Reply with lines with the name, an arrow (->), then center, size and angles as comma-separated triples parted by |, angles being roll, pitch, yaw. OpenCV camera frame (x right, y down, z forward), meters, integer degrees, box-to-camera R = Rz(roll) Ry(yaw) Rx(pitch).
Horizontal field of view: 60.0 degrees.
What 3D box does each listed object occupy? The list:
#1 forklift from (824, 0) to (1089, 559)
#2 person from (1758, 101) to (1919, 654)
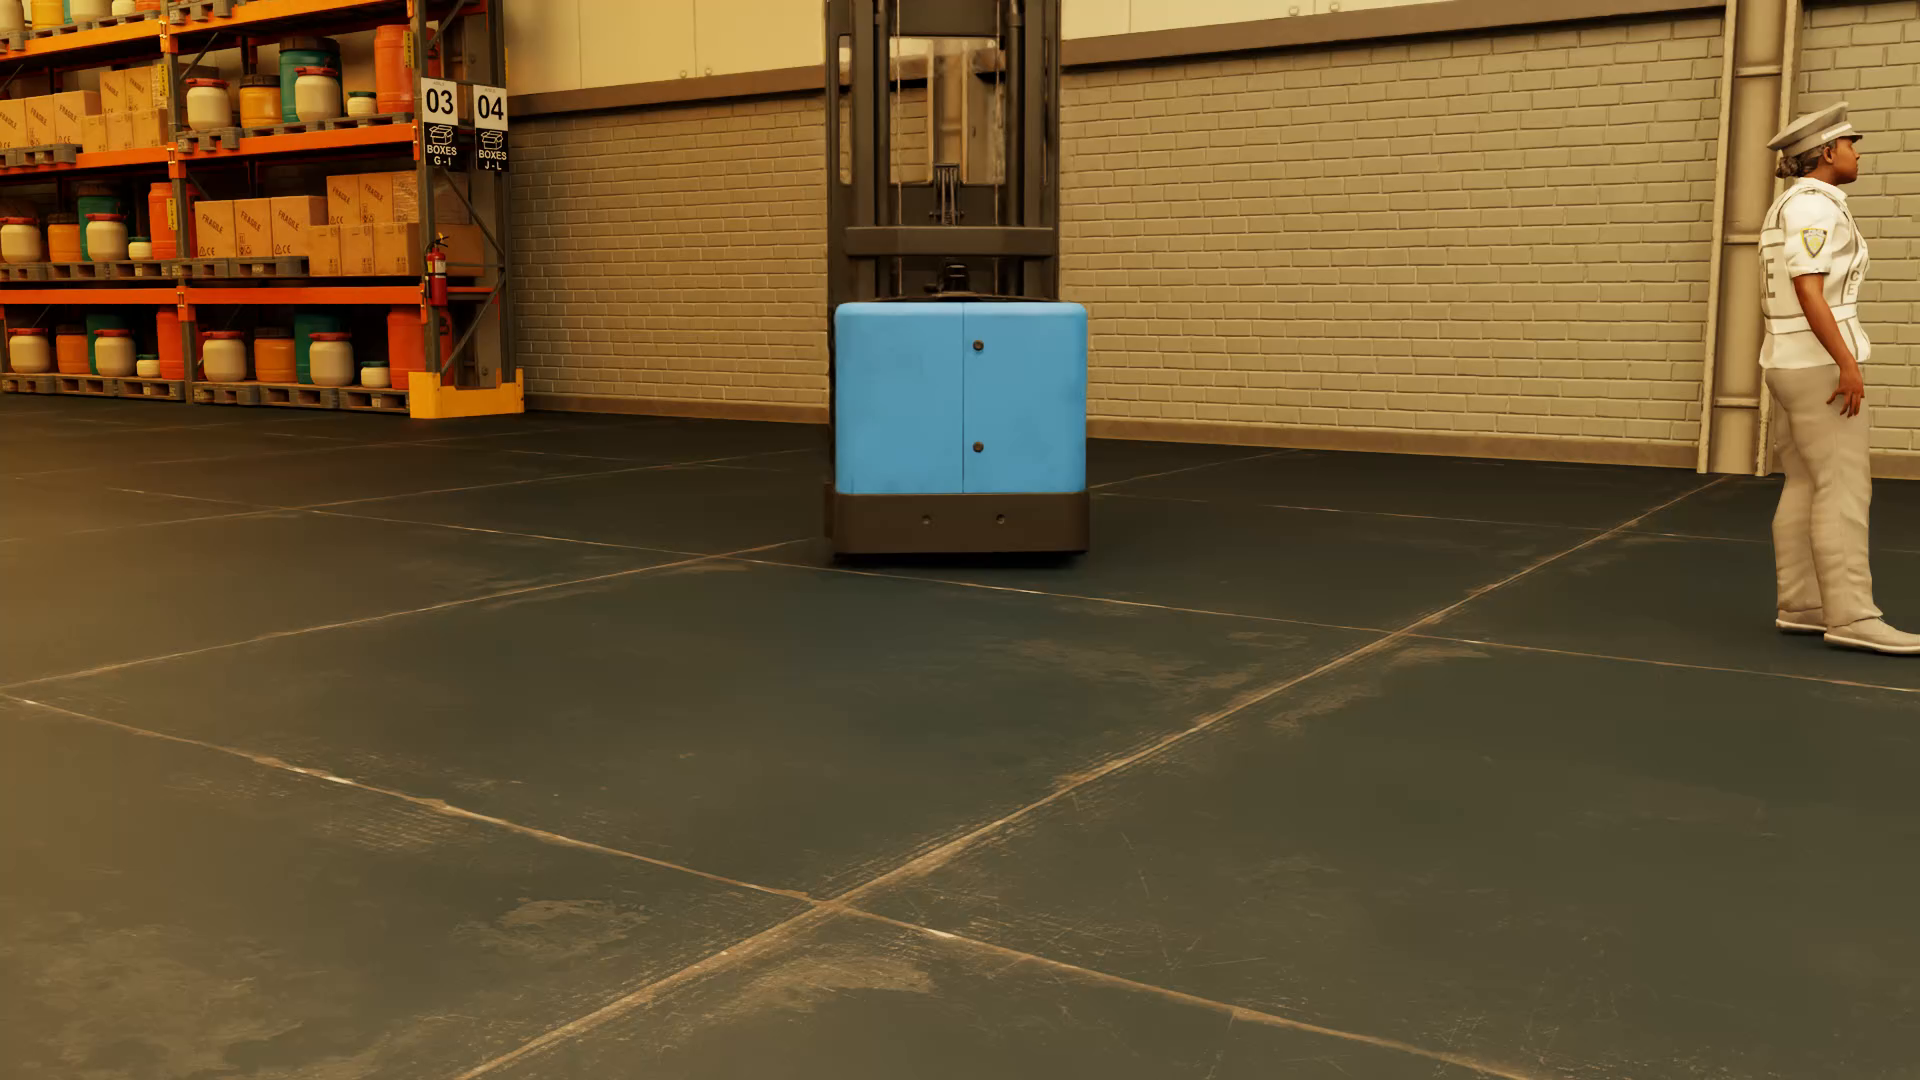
forklift -> -0.099, -1.541, 8.030 | 1.130, 2.935, 3.031 | -1, 8, -4
person -> 2.800, -0.532, 5.275 | 0.530, 1.694, 0.569 | 3, 9, 18
